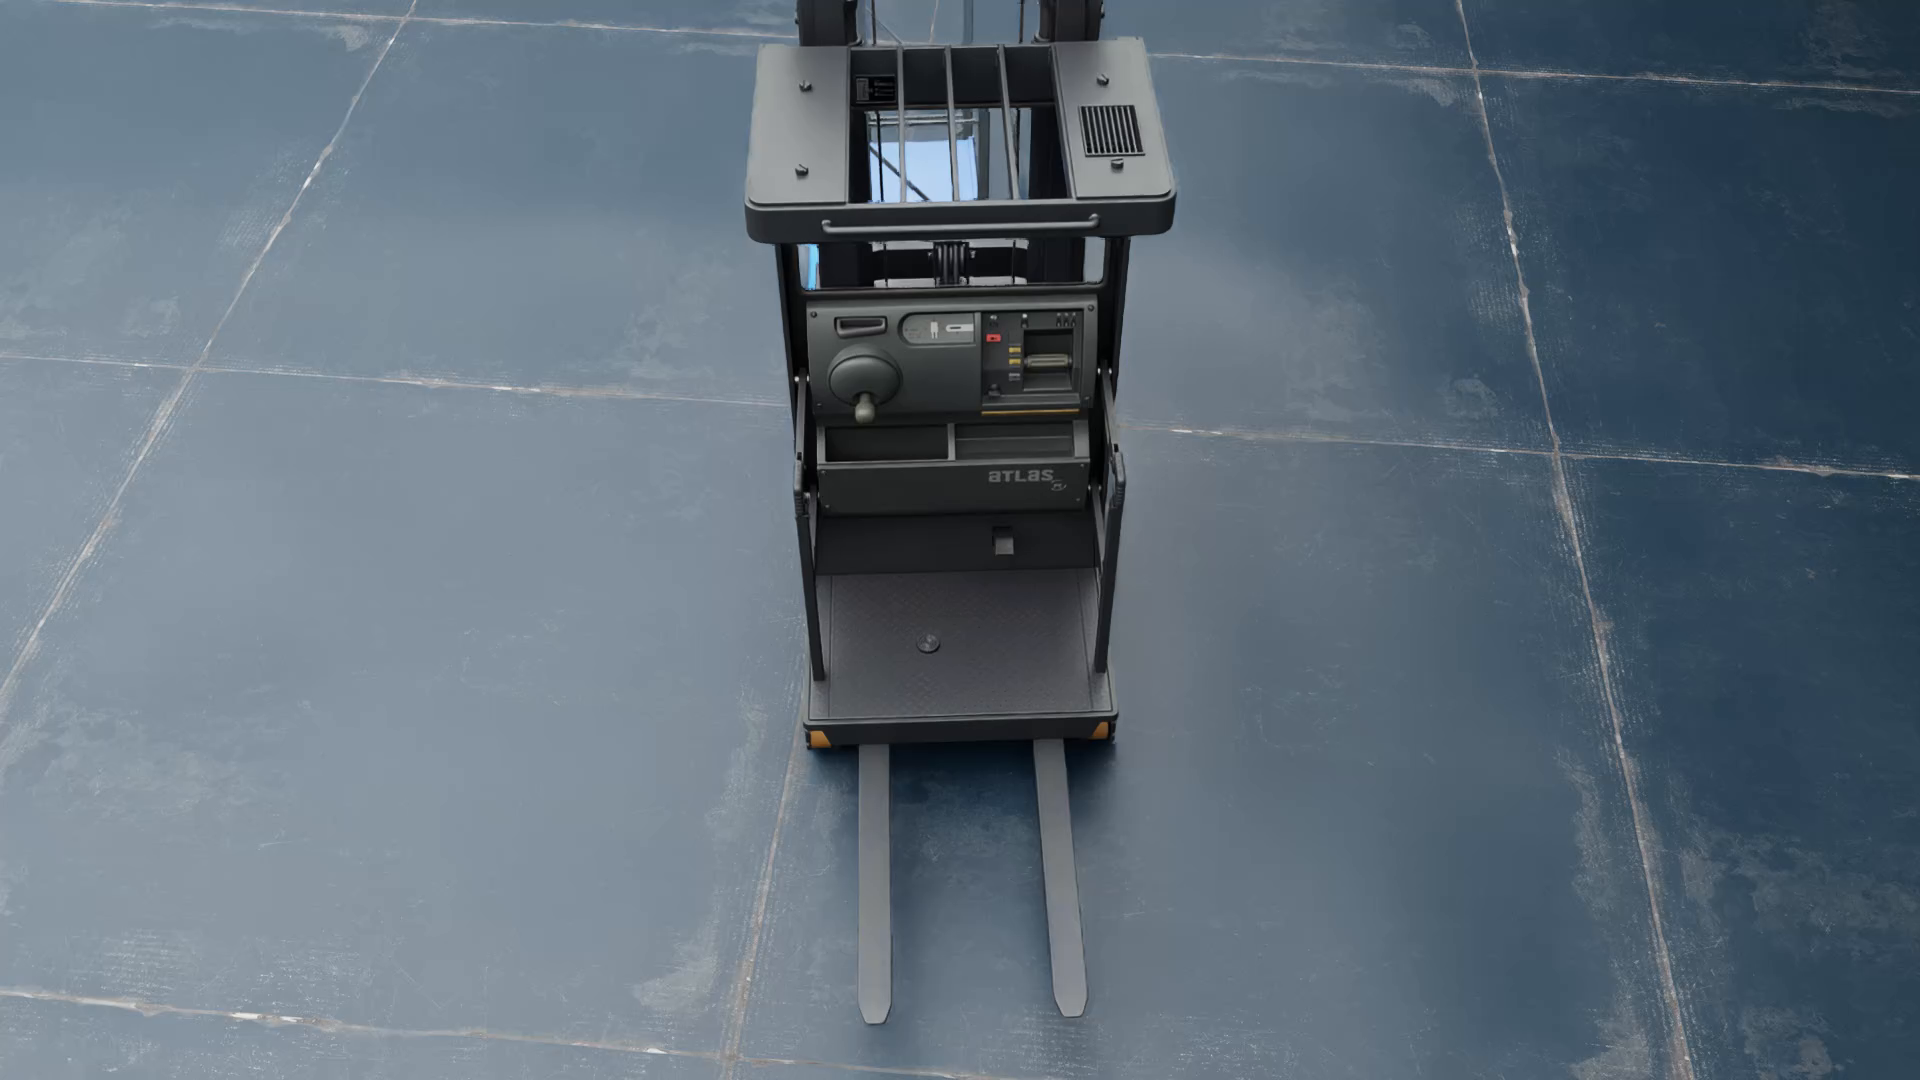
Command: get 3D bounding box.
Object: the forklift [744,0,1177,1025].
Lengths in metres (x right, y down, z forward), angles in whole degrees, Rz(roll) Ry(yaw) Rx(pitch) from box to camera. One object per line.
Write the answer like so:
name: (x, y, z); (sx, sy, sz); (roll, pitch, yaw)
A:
forklift: (-0.013, -0.481, 5.204); (1.130, 2.935, 3.031); (-2, 48, -1)

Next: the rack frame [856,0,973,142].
rack frame: (-0.195, -1.897, 7.469); (0.500, 1.500, 0.032); (-2, 48, -2)

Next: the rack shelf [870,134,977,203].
rack shelf: (-0.166, -1.401, 7.259); (0.538, 0.185, 1.000); (-2, 48, -2)

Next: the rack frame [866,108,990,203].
rack frame: (-0.138, -1.148, 6.784); (0.500, 1.500, 0.032); (-2, 48, -2)

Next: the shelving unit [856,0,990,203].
shelving unit: (-0.166, -1.523, 7.126); (0.538, 1.500, 1.048); (-2, 48, -2)
